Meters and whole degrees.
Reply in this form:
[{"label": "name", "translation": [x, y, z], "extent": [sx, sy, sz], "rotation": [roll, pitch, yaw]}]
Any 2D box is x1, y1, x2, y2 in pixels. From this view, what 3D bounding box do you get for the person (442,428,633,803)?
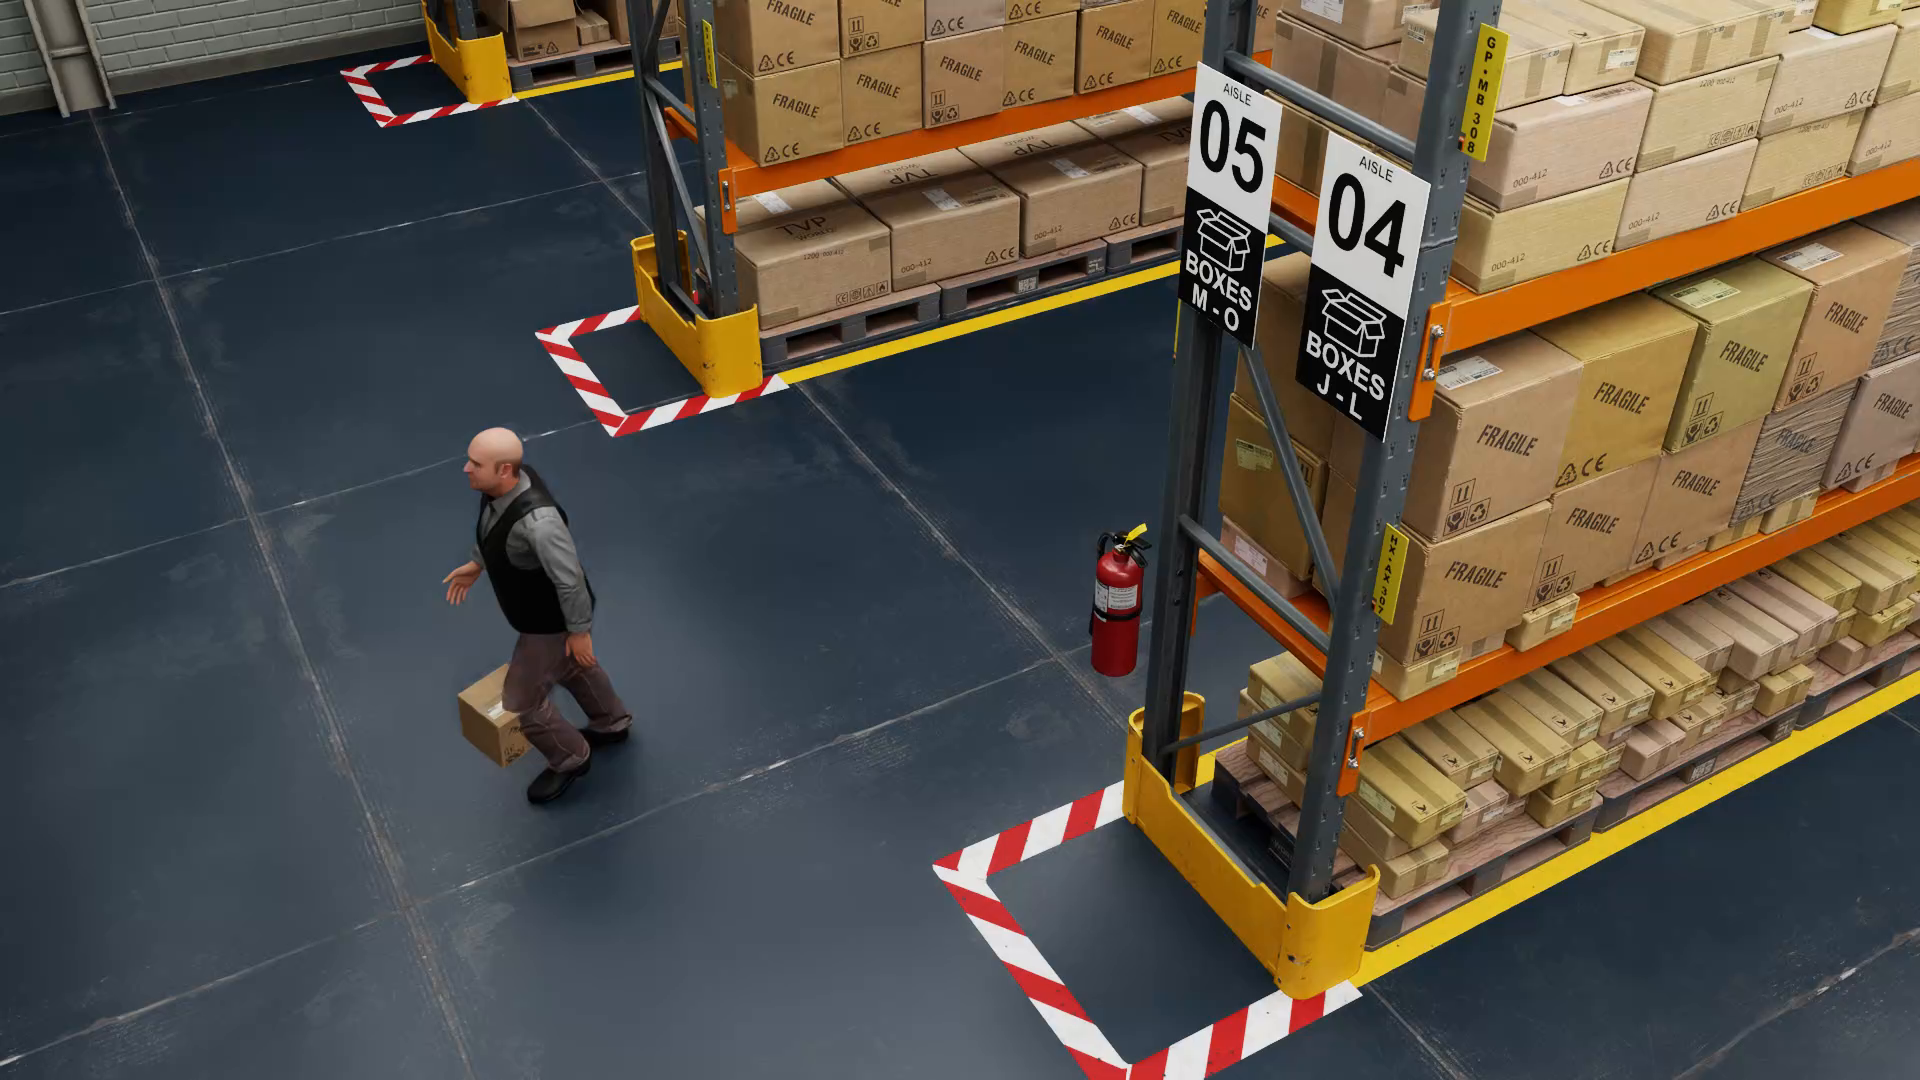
[{"label": "person", "translation": [-1.667, 0.282, 6.588], "extent": [0.637, 1.697, 0.658], "rotation": [-17, 40, -21]}]
